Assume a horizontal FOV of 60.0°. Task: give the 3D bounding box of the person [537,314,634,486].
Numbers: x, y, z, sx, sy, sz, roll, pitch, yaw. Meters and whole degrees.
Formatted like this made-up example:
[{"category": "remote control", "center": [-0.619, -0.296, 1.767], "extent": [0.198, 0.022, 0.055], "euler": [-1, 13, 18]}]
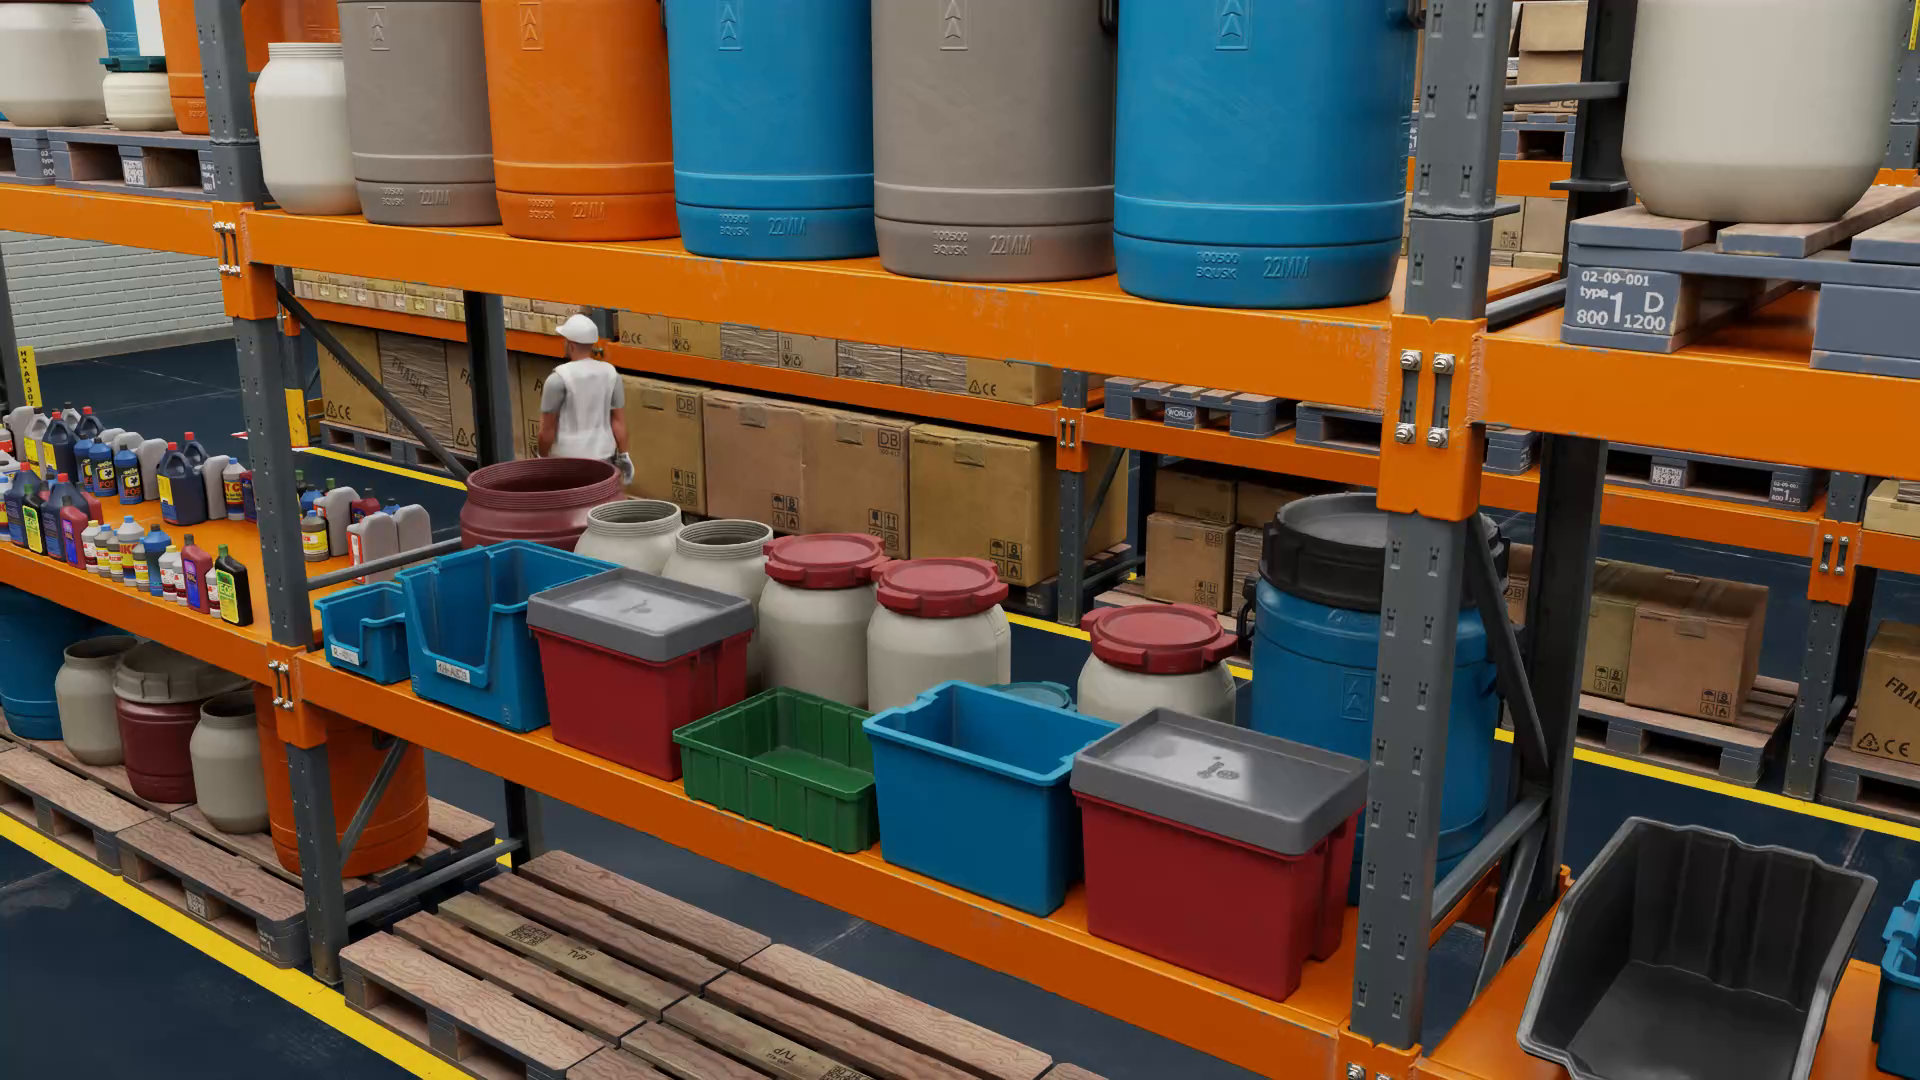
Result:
[{"category": "person", "center": [-2.297, -0.494, 10.169], "extent": [0.946, 1.764, 0.560], "euler": [15, 22, 42]}]
